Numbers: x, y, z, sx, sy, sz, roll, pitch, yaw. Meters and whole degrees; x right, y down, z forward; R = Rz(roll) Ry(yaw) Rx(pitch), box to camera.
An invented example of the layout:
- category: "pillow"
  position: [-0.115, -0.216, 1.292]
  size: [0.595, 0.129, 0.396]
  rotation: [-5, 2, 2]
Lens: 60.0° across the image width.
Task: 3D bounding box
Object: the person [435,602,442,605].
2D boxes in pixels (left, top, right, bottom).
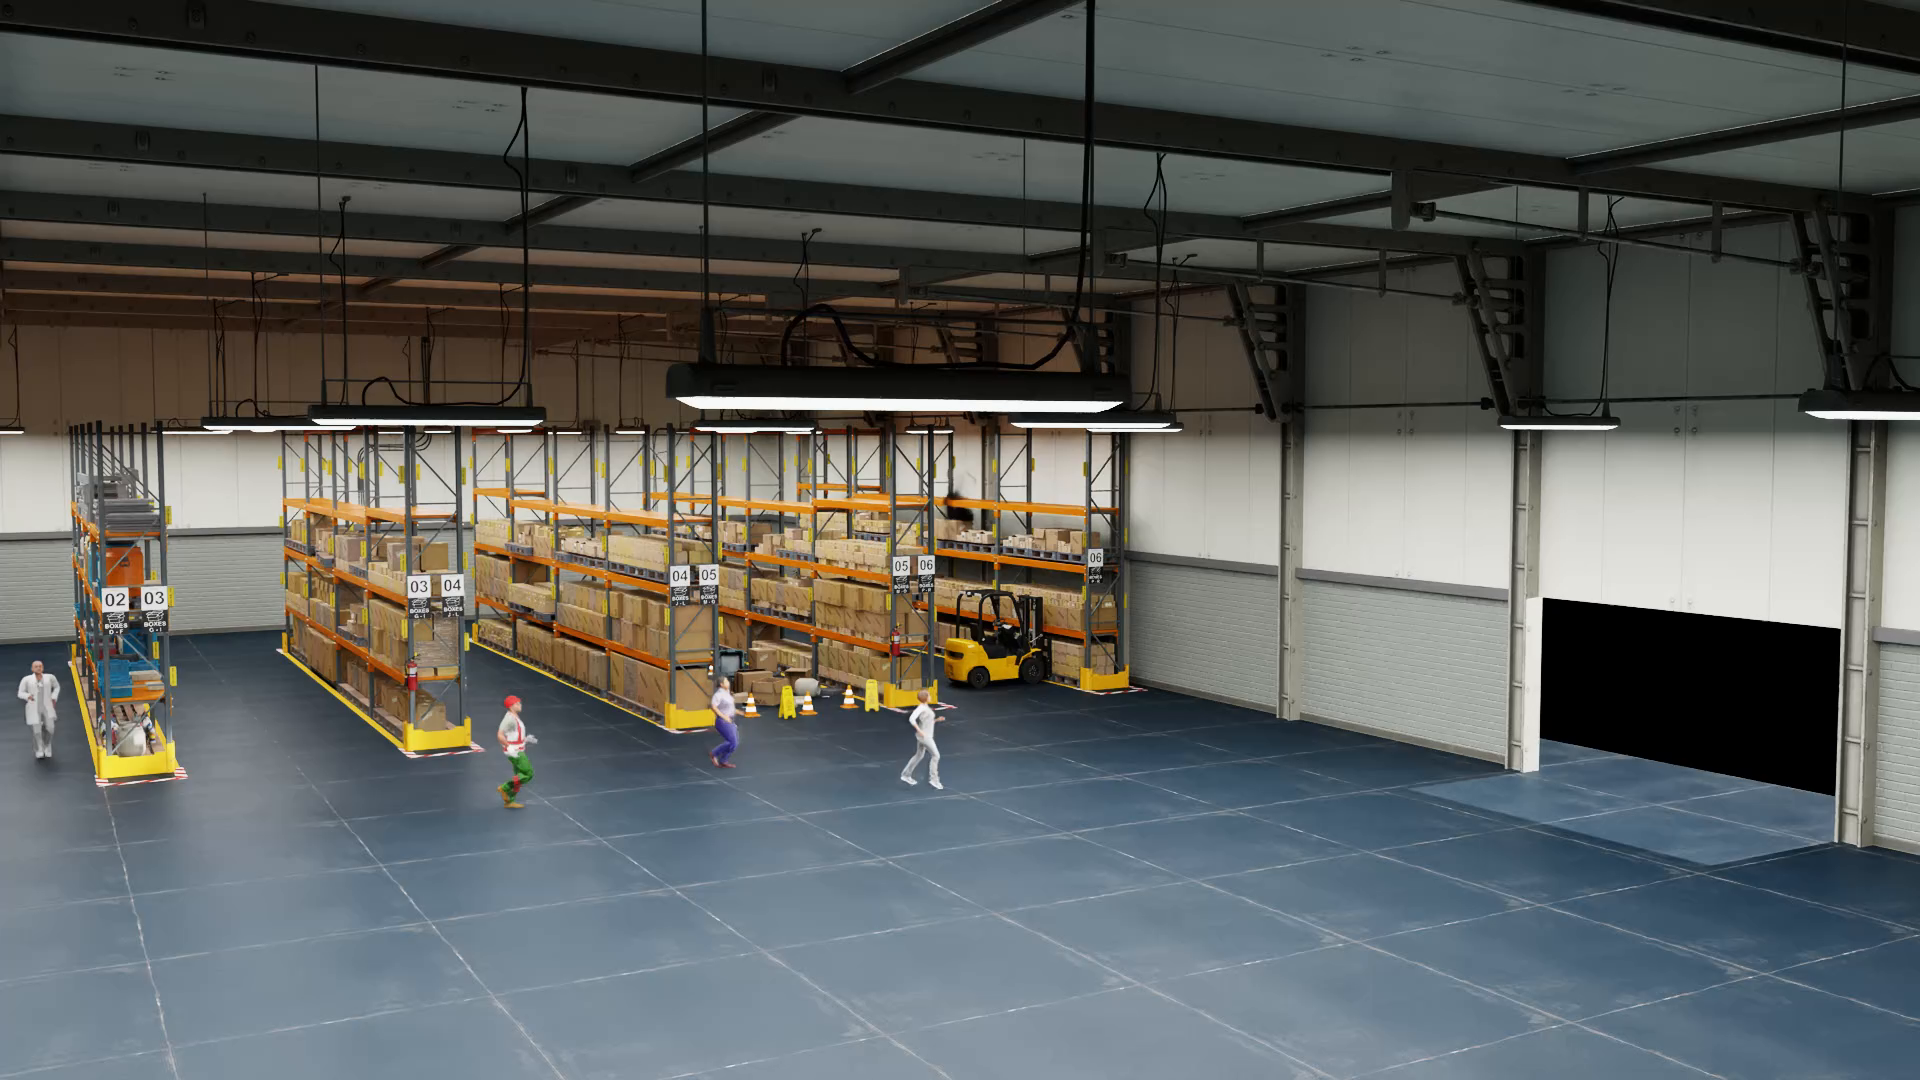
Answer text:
- category: "person"
  position: [-14.842, 2.059, 46.360]
  size: [0.676, 1.611, 0.785]
  rotation: [1, 4, 21]

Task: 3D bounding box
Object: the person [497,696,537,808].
- category: "person"
  position: [-6.826, 3.266, 25.634]
  size: [0.587, 1.742, 0.653]
  rotation: [-1, 4, -8]

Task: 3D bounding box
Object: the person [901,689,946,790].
- category: "person"
  position: [-0.597, 3.243, 27.033]
  size: [0.737, 1.643, 0.510]
  rotation: [0, 4, -3]

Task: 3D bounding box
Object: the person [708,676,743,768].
- category: "person"
  position: [-4.047, 3.147, 28.713]
  size: [0.565, 1.597, 0.602]
  rotation: [0, 4, 3]

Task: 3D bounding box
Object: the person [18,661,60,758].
- category: "person"
  position: [-16.309, 3.020, 29.513]
  size: [0.687, 1.751, 0.690]
  rotation: [-3, 4, -36]
